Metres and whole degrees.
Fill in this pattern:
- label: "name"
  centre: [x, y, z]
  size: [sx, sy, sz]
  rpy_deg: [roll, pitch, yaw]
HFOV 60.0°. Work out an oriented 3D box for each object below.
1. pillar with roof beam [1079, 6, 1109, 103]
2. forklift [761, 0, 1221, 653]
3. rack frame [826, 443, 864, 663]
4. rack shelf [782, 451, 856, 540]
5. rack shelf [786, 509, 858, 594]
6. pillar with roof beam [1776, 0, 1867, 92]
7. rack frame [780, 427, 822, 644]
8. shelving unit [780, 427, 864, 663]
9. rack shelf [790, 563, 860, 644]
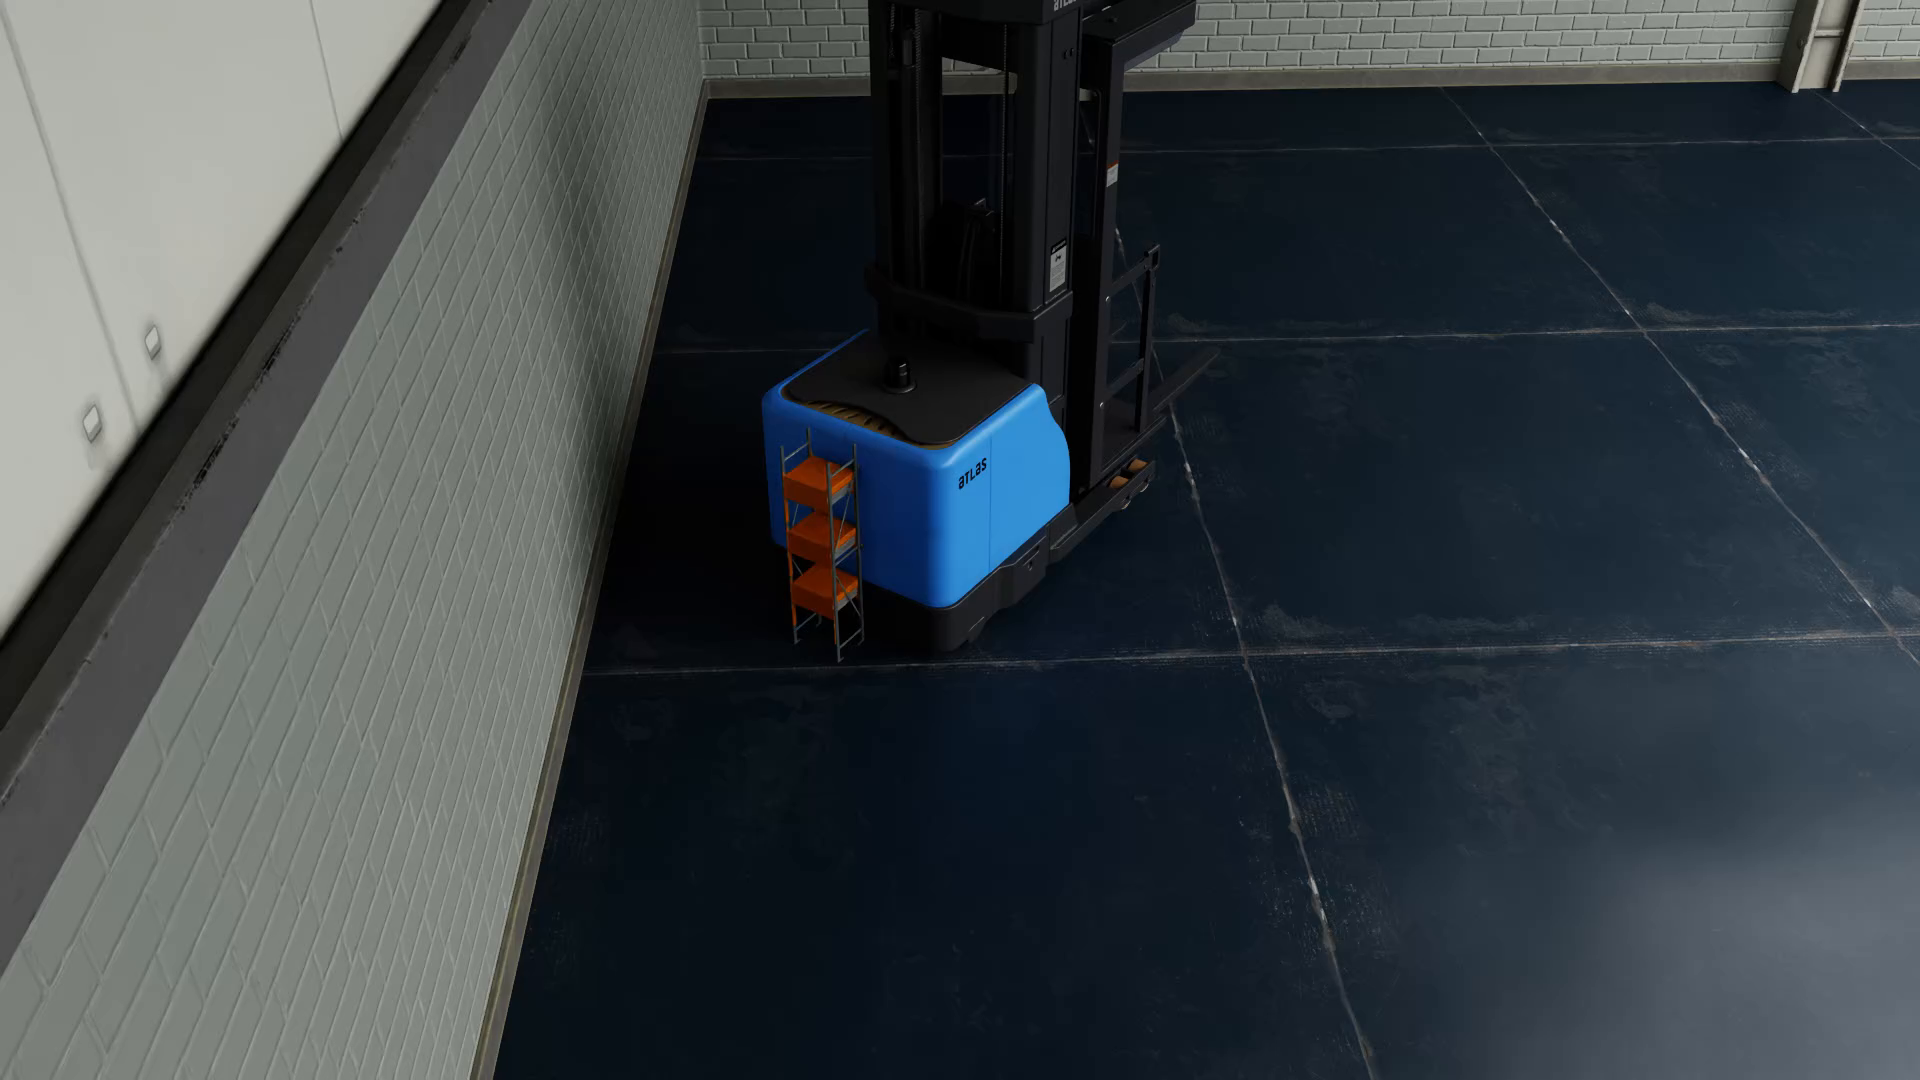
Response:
- label: "pillar with roof beam"
  centre: [1.150, -4.819, 7.305]
  size: [0.400, 9.000, 9.100]
  rpy_deg: [-2, 35, -2]
- label: "forklift"
  centre: [0.352, -1.501, 7.843]
  size: [1.130, 2.935, 3.031]
  rpy_deg: [21, 40, 27]
- label: "rack frame"
  centre: [-0.494, 0.071, 7.224]
  size: [0.008, 1.050, 0.200]
  rpy_deg: [20, 40, 27]
- label: "rack shelf"
  centre: [-0.596, -0.191, 7.124]
  size: [0.240, 0.259, 0.215]
  rpy_deg: [20, 40, 27]
- label: "rack shelf"
  centre: [-0.596, 0.042, 7.285]
  size: [0.240, 0.259, 0.215]
  rpy_deg: [20, 40, 27]
- label: "pillar with roof beam"
  centre: [7.144, -4.980, 7.539]
  size: [0.400, 9.000, 9.100]
  rpy_deg: [-2, 35, -2]
- label: "rack frame"
  centre: [-0.698, -0.005, 7.335]
  size: [0.008, 1.050, 0.200]
  rpy_deg: [20, 40, 27]
- label: "shelving unit"
  centre: [-0.596, 0.033, 7.279]
  size: [0.252, 1.050, 0.215]
  rpy_deg: [20, 40, 27]
- label: "rack shelf"
  centre: [-0.596, 0.270, 7.444]
  size: [0.240, 0.259, 0.215]
  rpy_deg: [20, 40, 27]
